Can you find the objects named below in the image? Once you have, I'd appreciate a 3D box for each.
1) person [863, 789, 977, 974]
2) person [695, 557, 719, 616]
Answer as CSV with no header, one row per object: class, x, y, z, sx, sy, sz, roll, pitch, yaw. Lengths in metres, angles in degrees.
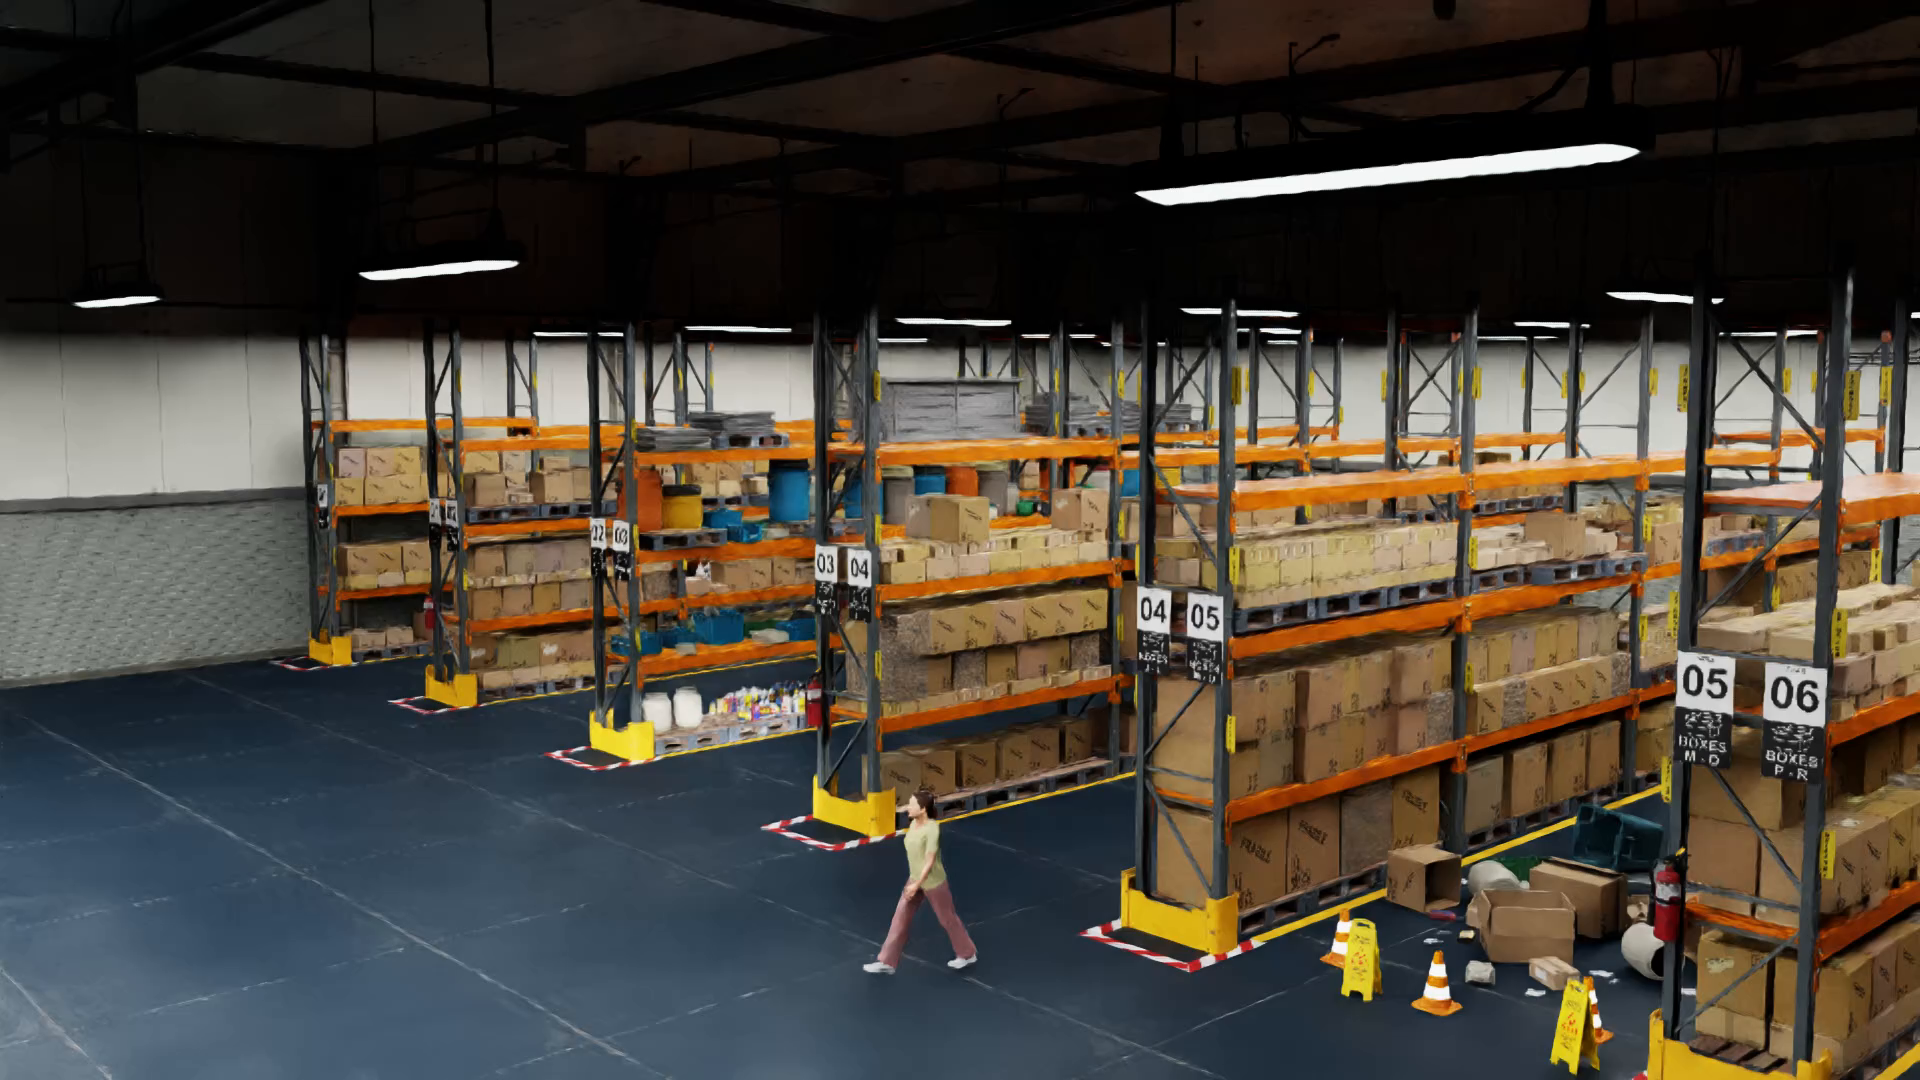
person,-0.313,2.919,14.223,1.019,1.603,0.447,-4,7,-33
person,-5.051,1.011,33.144,0.491,1.598,1.000,5,7,38
